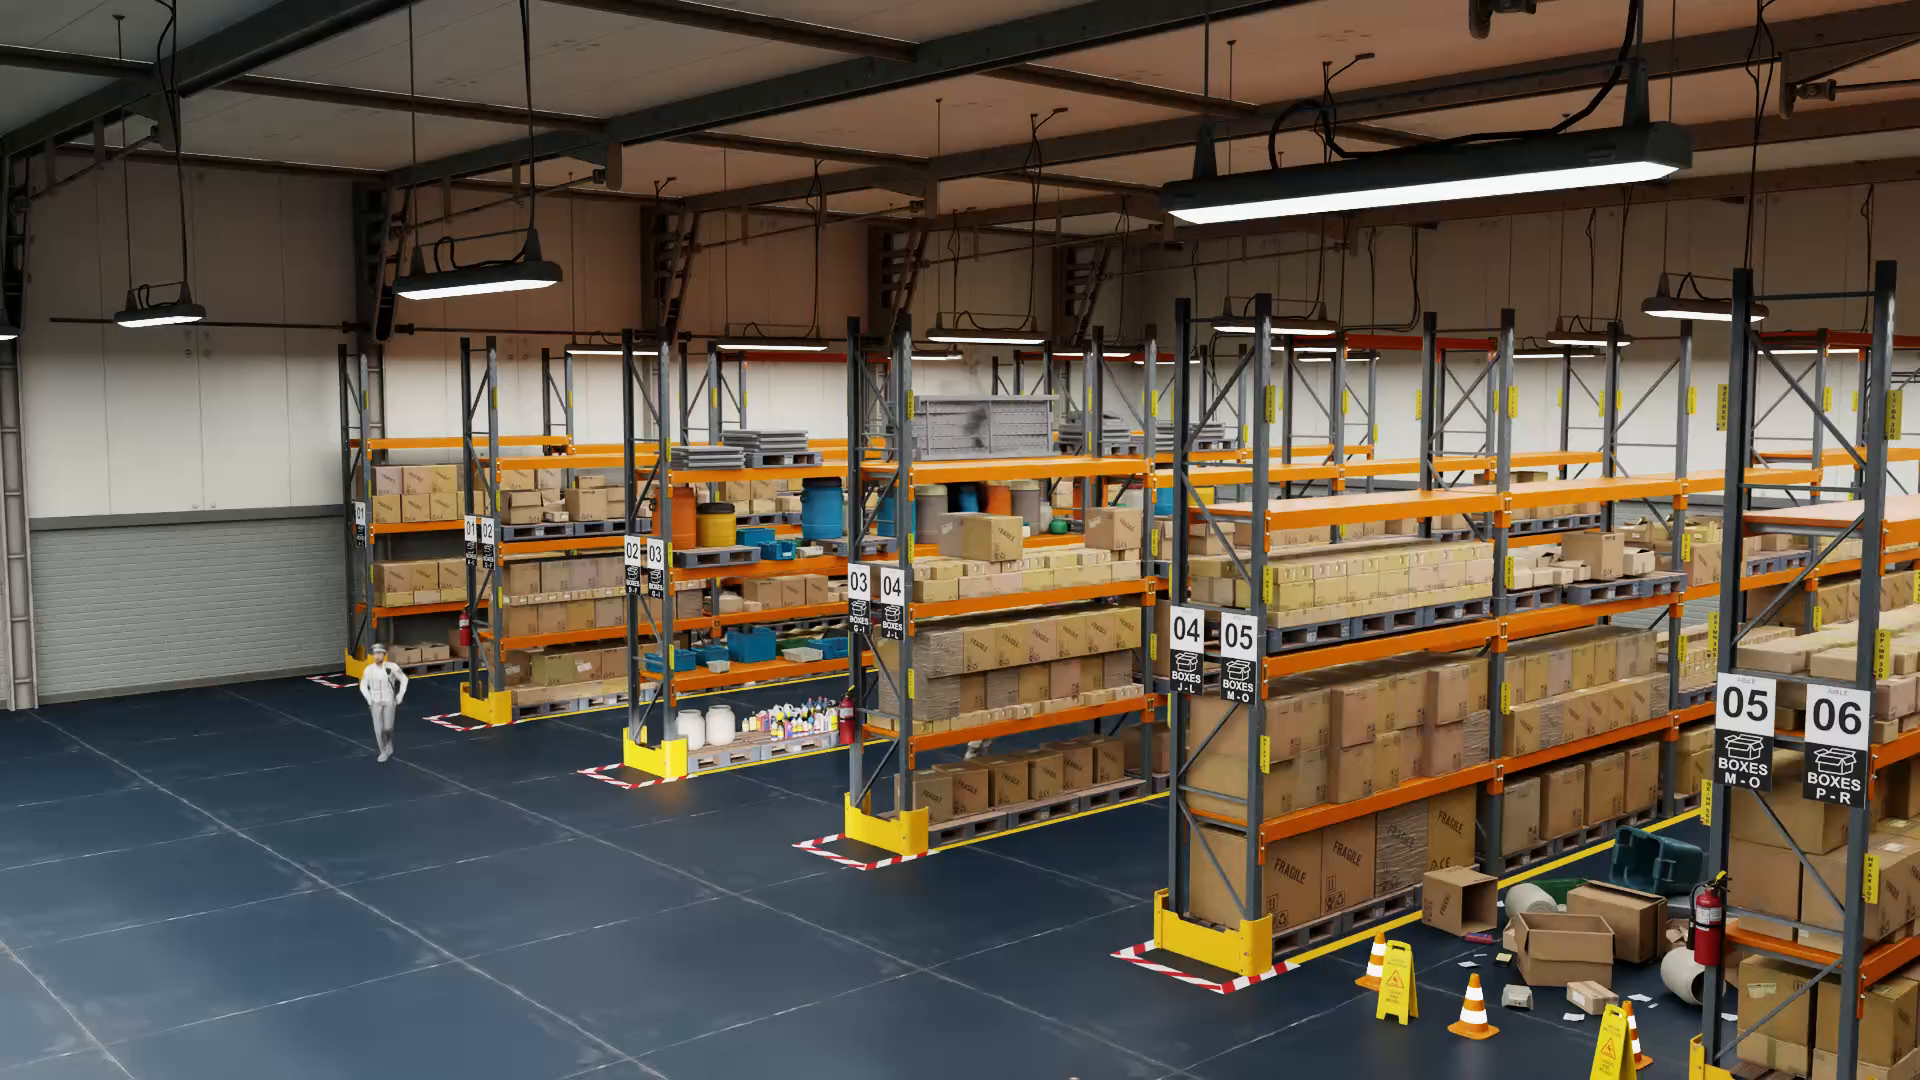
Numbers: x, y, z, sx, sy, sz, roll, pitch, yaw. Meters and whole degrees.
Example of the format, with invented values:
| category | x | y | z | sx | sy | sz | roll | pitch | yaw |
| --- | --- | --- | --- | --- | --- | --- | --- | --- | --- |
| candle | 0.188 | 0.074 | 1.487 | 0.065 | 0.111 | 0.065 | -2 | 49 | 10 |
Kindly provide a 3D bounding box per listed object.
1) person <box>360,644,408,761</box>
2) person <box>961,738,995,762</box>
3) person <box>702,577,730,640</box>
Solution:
| category | x | y | z | sx | sy | sz | roll | pitch | yaw |
| --- | --- | --- | --- | --- | --- | --- | --- | --- | --- |
| person | -8.050 | 2.266 | 23.191 | 0.628 | 1.660 | 0.504 | -1 | 5 | -10 |
| person | 0.233 | 2.043 | 21.658 | 0.667 | 1.780 | 0.787 | 4 | 7 | 39 |
| person | -4.609 | 1.520 | 31.355 | 0.657 | 1.679 | 0.575 | 5 | 7 | 43 |
